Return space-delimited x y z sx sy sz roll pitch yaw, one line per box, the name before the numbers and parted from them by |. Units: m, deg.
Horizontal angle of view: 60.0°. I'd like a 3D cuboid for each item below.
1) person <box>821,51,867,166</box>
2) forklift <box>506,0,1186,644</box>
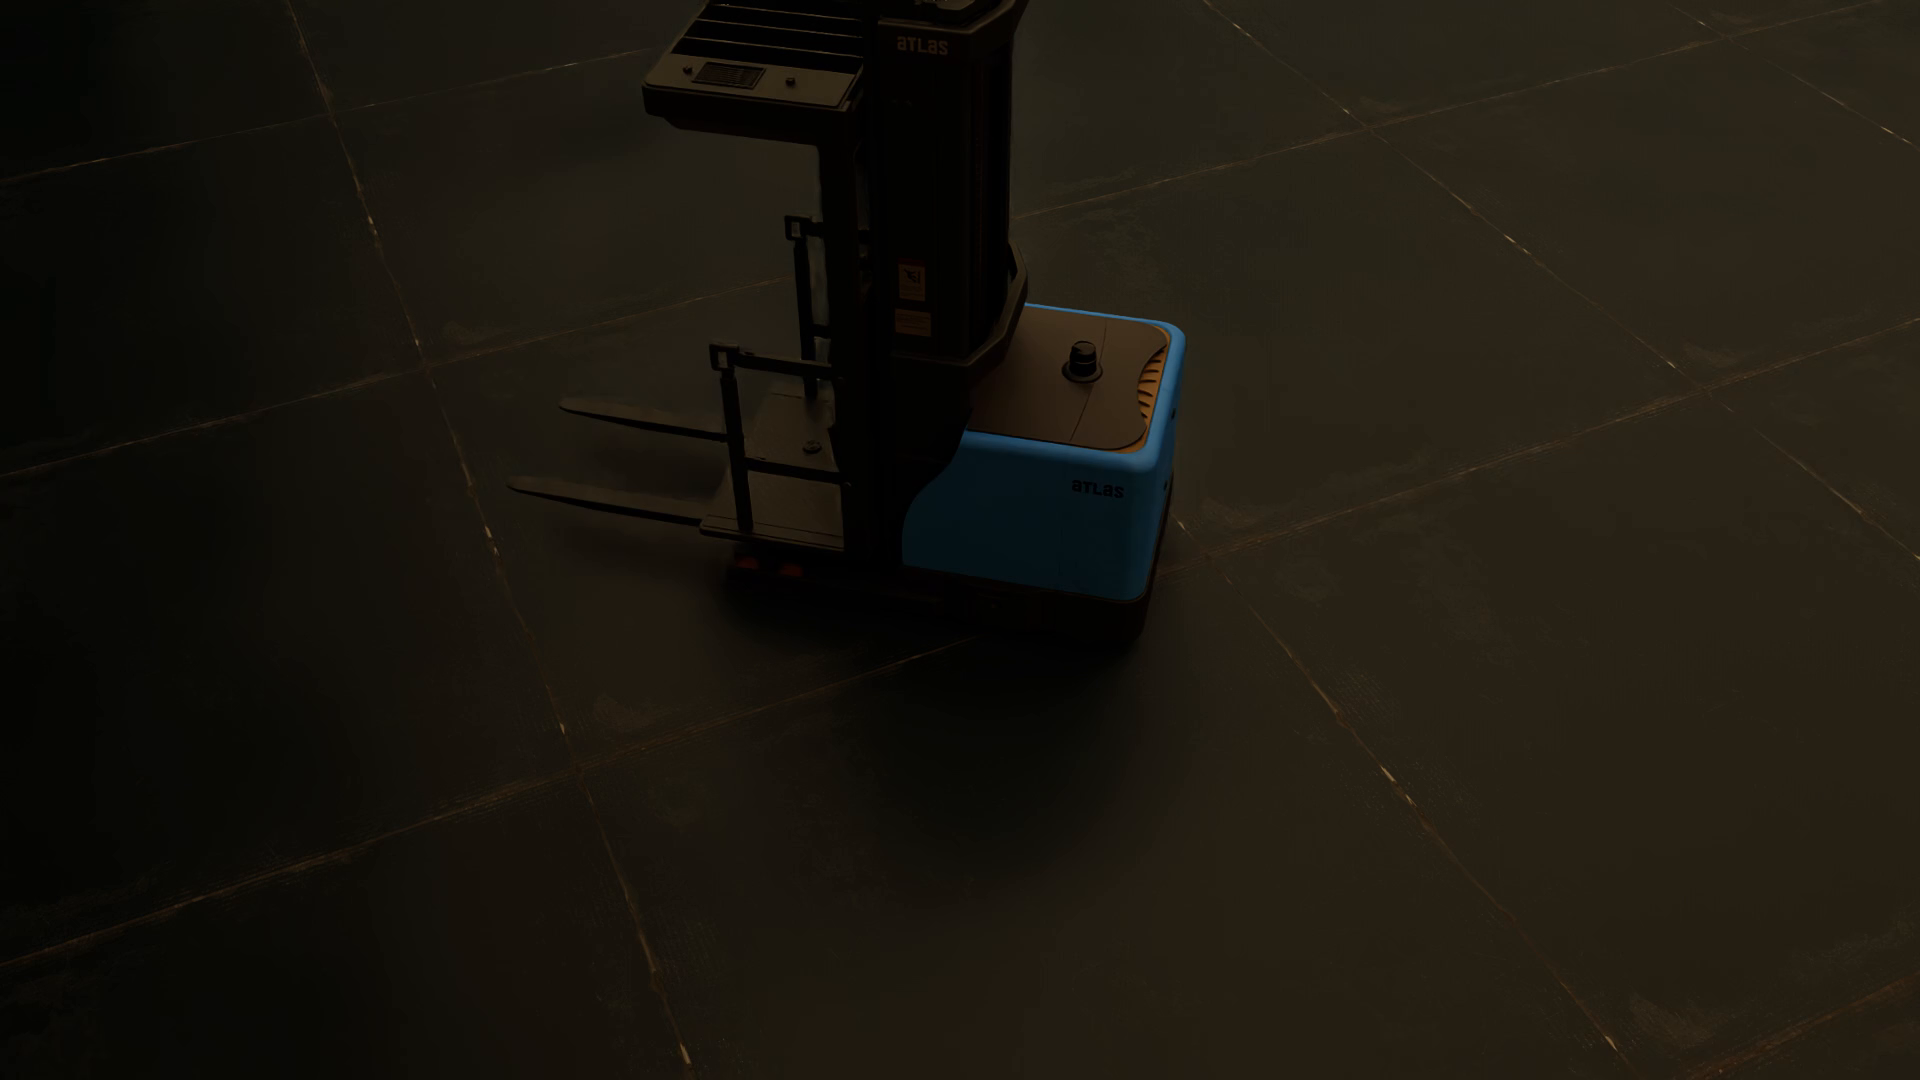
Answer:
person | -0.604 -3.056 9.799 0.694 1.763 0.582 -22 47 -22
forklift | -0.575 -1.146 6.908 3.031 2.935 1.130 9 44 10
